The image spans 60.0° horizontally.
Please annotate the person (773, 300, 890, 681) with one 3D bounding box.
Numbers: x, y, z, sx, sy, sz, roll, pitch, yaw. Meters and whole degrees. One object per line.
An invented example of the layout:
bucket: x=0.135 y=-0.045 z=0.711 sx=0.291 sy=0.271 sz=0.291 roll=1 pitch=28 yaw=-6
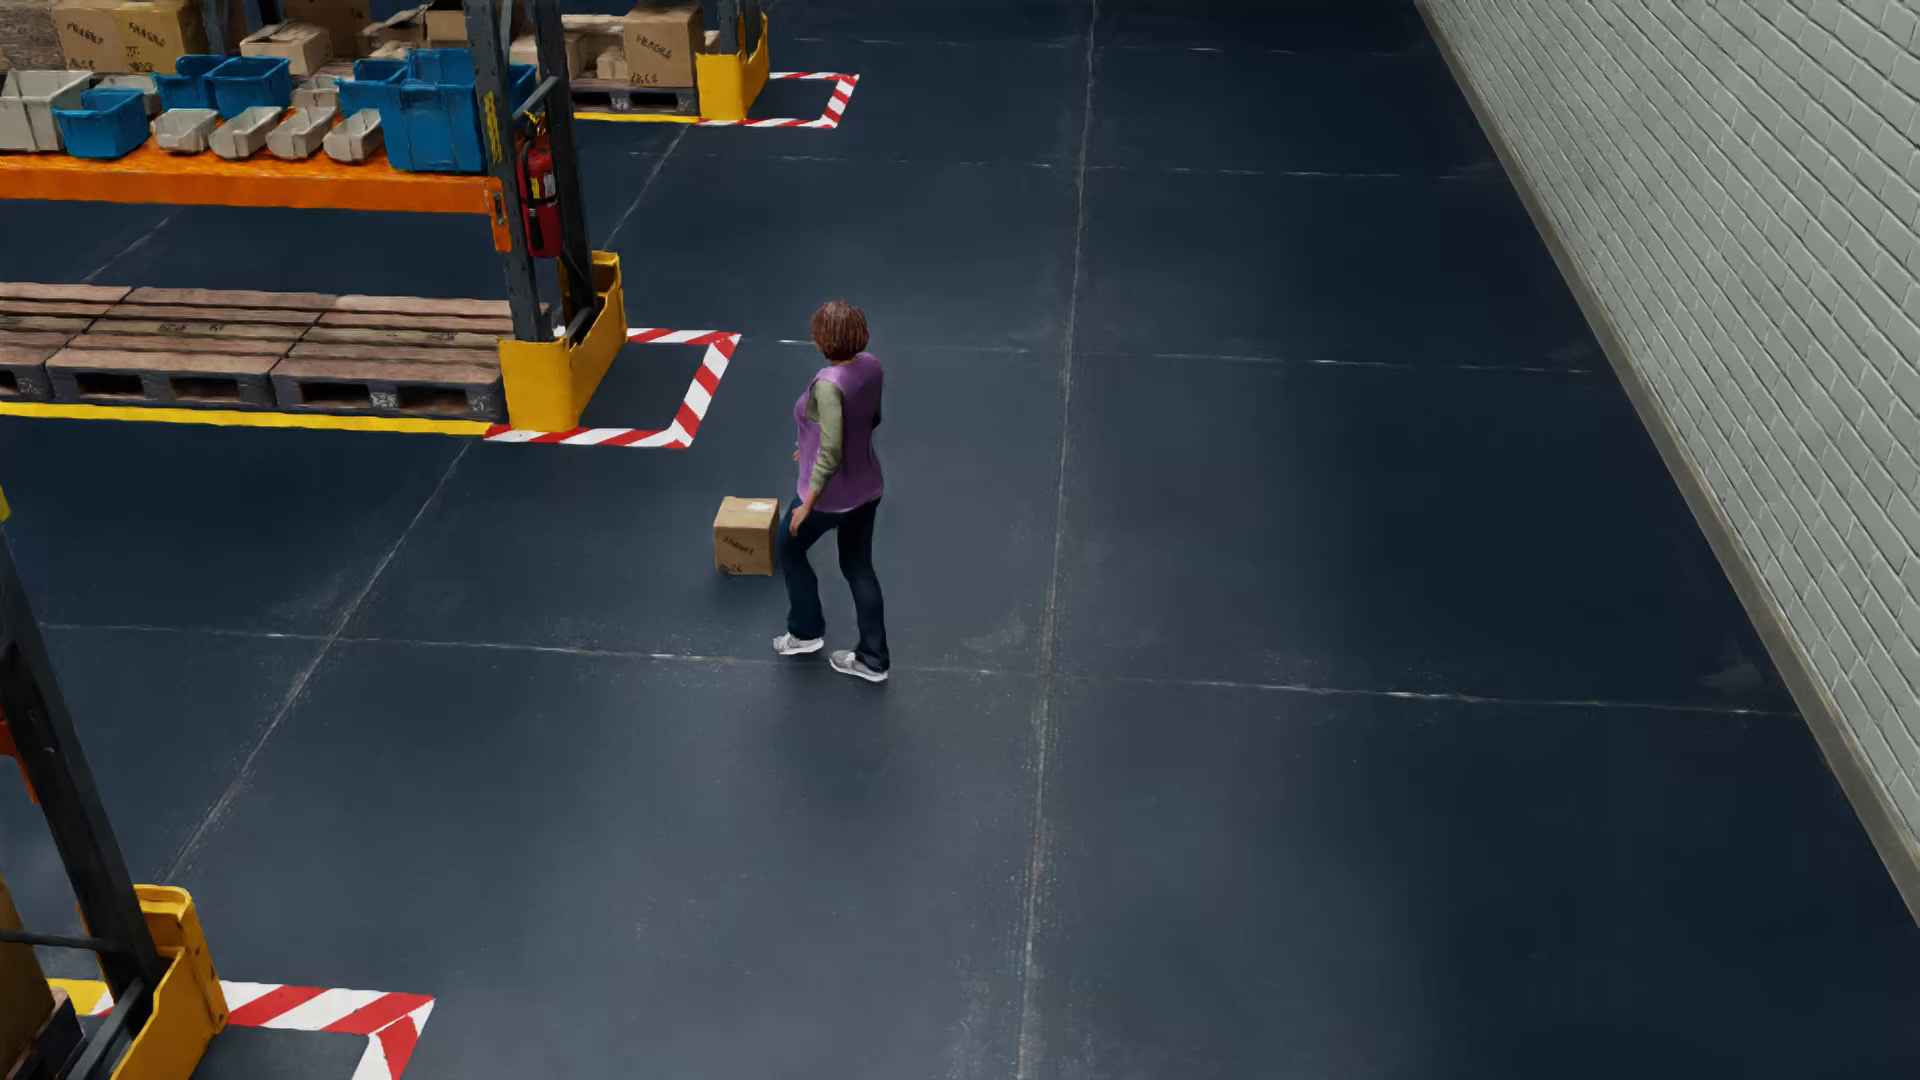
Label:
person: x=-0.495 y=-0.175 z=6.465 sx=0.585 sy=1.606 sz=0.562 roll=21 pitch=38 yaw=29
